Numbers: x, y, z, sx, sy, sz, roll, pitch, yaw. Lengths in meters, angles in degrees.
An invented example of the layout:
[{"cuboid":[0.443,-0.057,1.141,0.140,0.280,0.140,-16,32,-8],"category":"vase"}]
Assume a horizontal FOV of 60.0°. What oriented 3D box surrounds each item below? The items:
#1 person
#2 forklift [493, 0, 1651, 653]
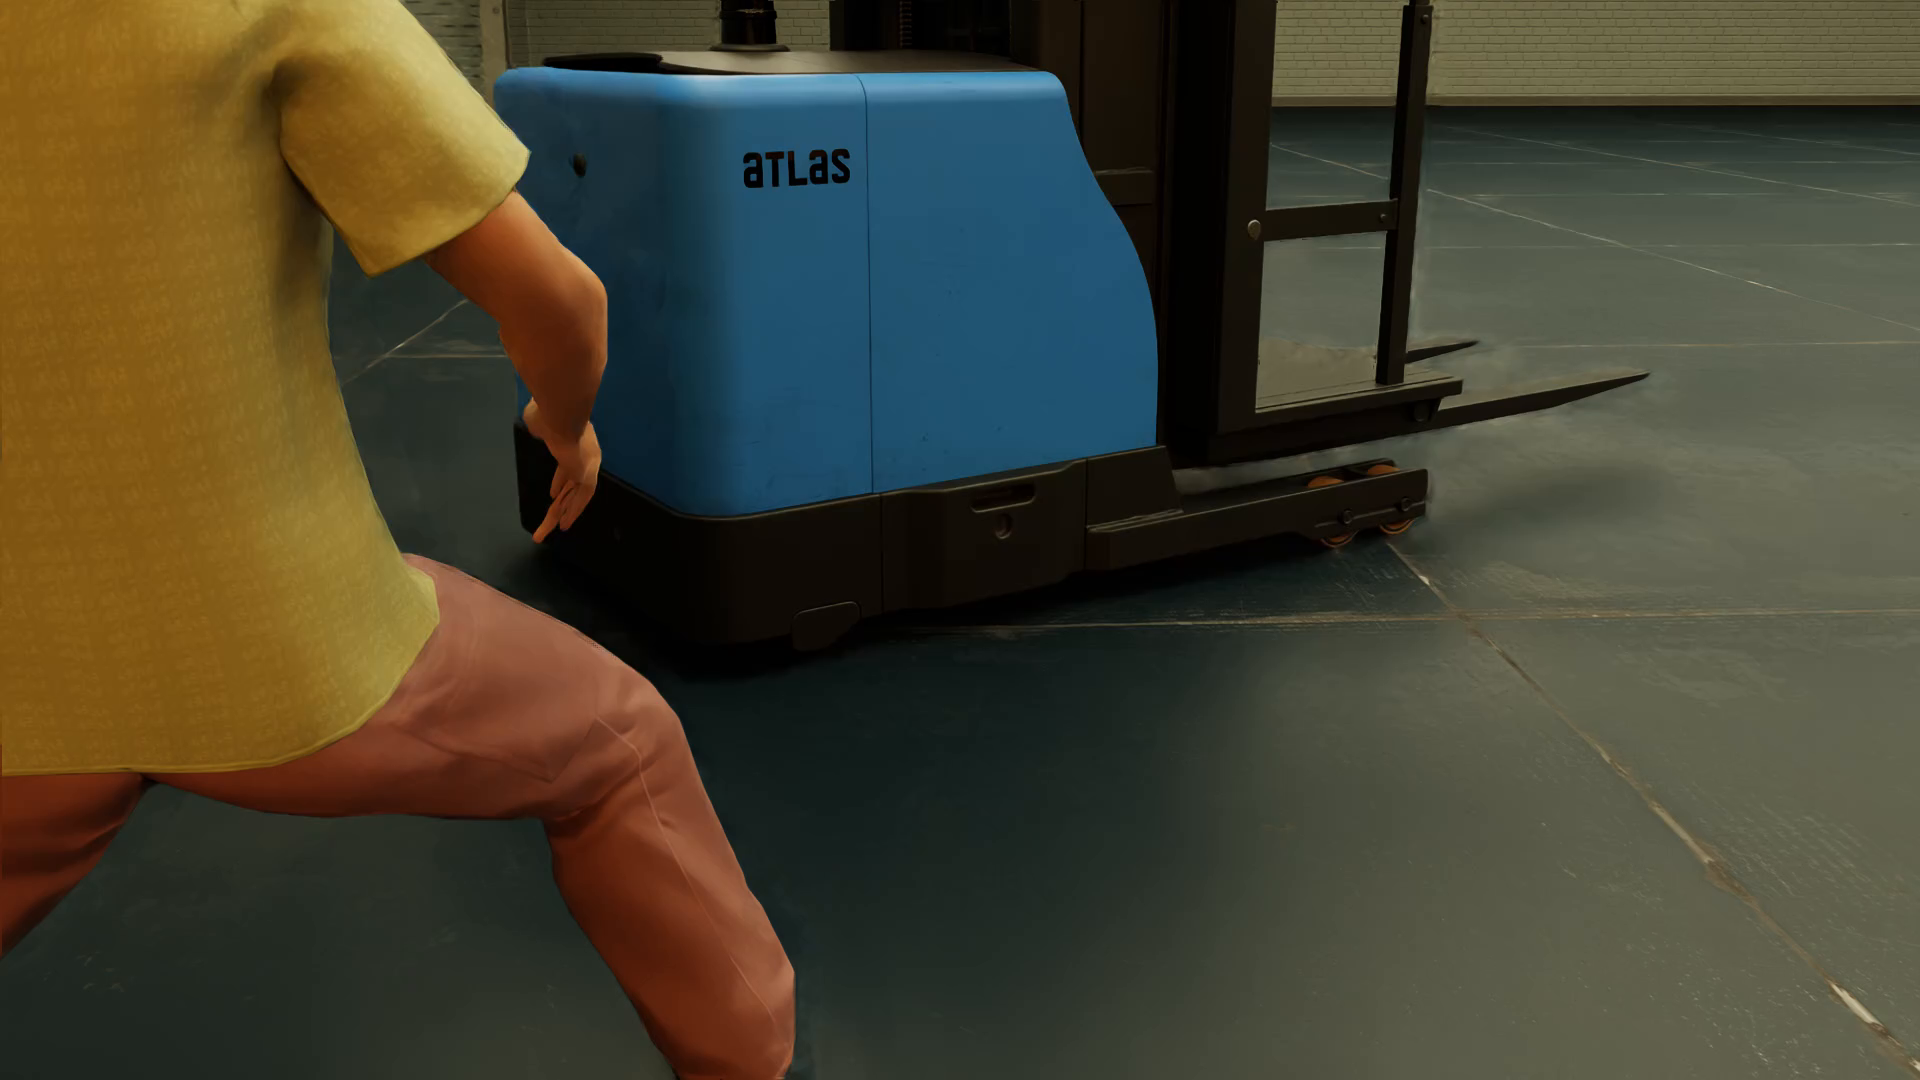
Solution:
[{"cuboid":[-0.653,0.030,1.322,1.025,1.519,0.953,-2,17,-7],"category":"person"},{"cuboid":[0.509,-1.500,3.811,3.031,2.935,1.130,-11,20,-32],"category":"forklift"}]
